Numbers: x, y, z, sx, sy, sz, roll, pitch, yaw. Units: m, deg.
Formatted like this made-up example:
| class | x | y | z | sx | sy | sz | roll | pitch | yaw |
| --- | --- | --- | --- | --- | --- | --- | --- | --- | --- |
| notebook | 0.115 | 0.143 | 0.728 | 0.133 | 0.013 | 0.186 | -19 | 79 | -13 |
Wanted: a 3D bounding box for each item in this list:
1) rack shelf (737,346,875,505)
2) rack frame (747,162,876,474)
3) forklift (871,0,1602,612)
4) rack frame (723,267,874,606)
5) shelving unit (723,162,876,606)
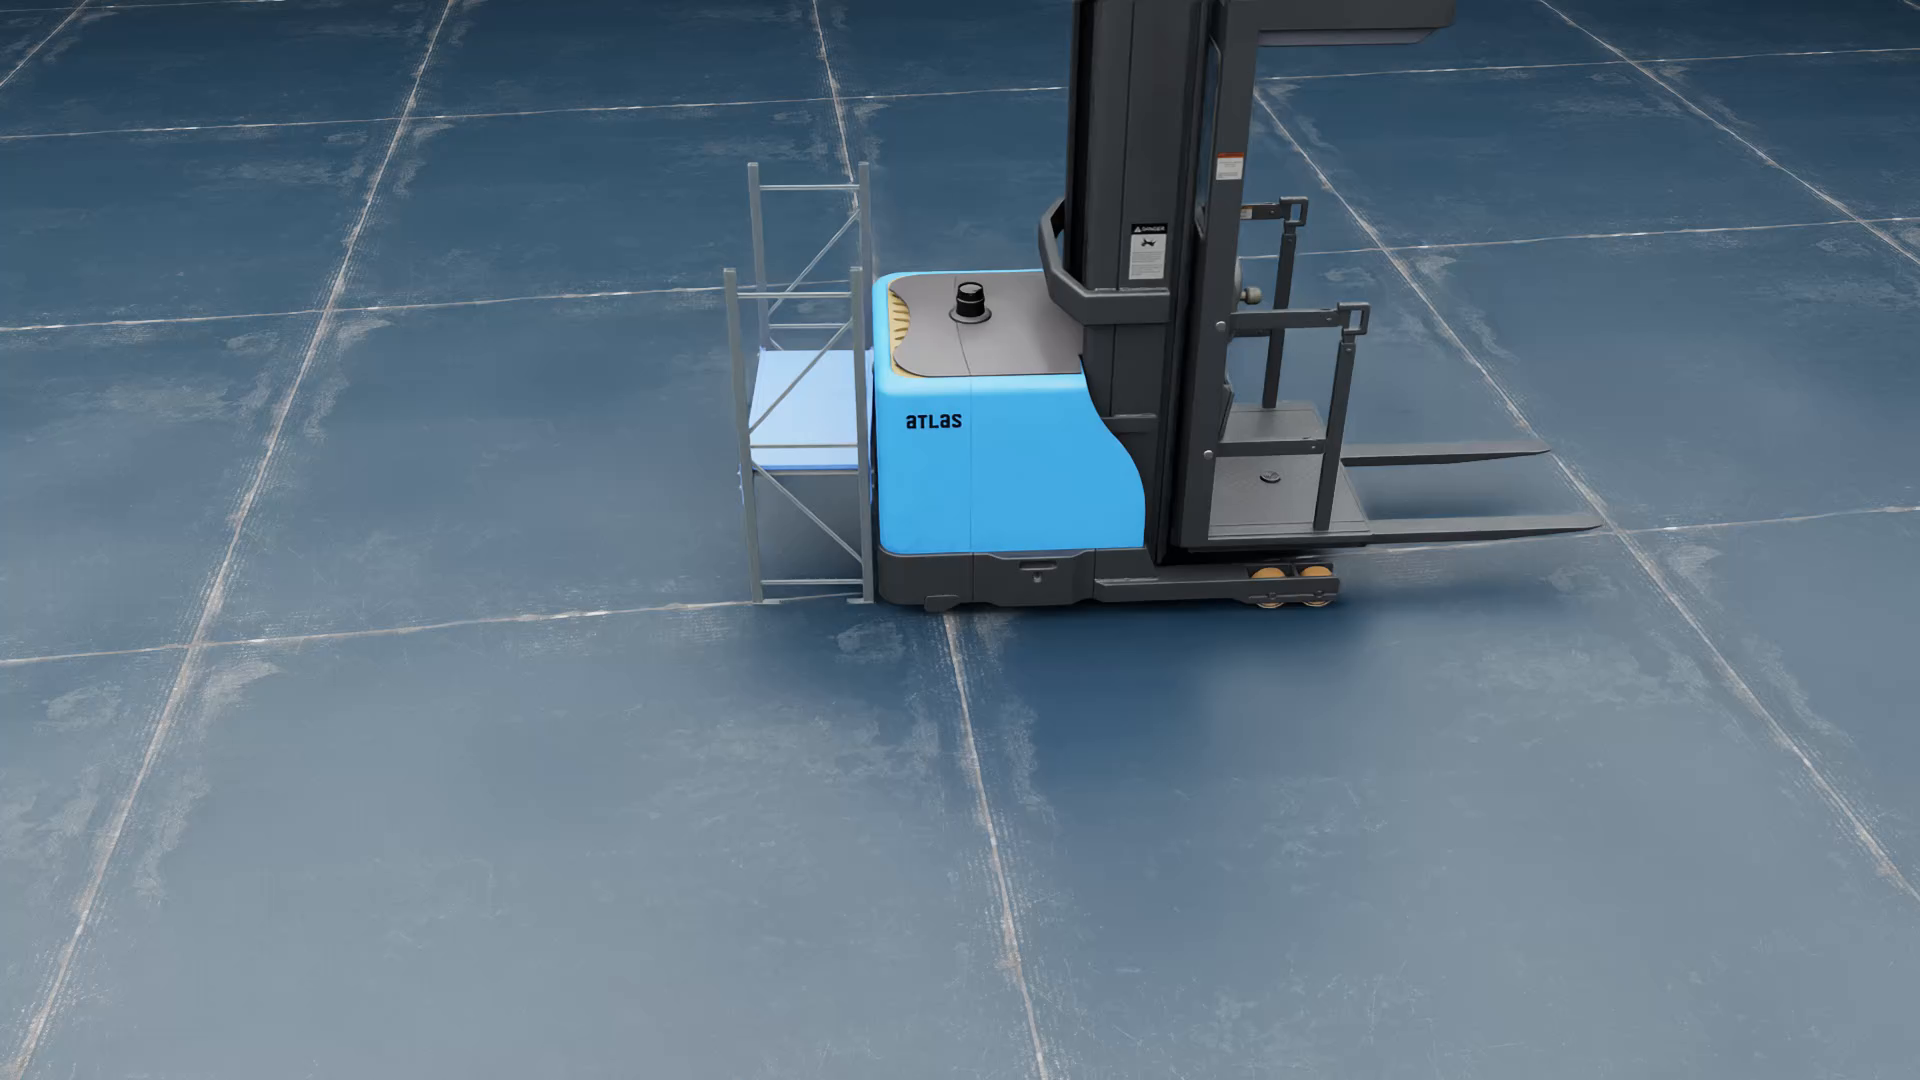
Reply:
| class | x | y | z | sx | sy | sz | roll | pitch | yaw |
| --- | --- | --- | --- | --- | --- | --- | --- | --- | --- |
| rack shelf | -0.616 | -0.499 | 6.970 | 0.538 | 0.185 | 1.000 | -1 | 34 | -1 |
| rack frame | -0.626 | -0.934 | 7.289 | 0.500 | 1.500 | 0.032 | -1 | 34 | -1 |
| forklift | 1.155 | -1.228 | 6.449 | 3.031 | 2.935 | 1.130 | -2 | 34 | -3 |
| rack frame | -0.606 | -0.361 | 6.449 | 0.500 | 1.500 | 0.032 | -1 | 34 | -1 |
| shelving unit | -0.616 | -0.648 | 6.869 | 0.538 | 1.500 | 1.048 | -1 | 34 | -1 |
